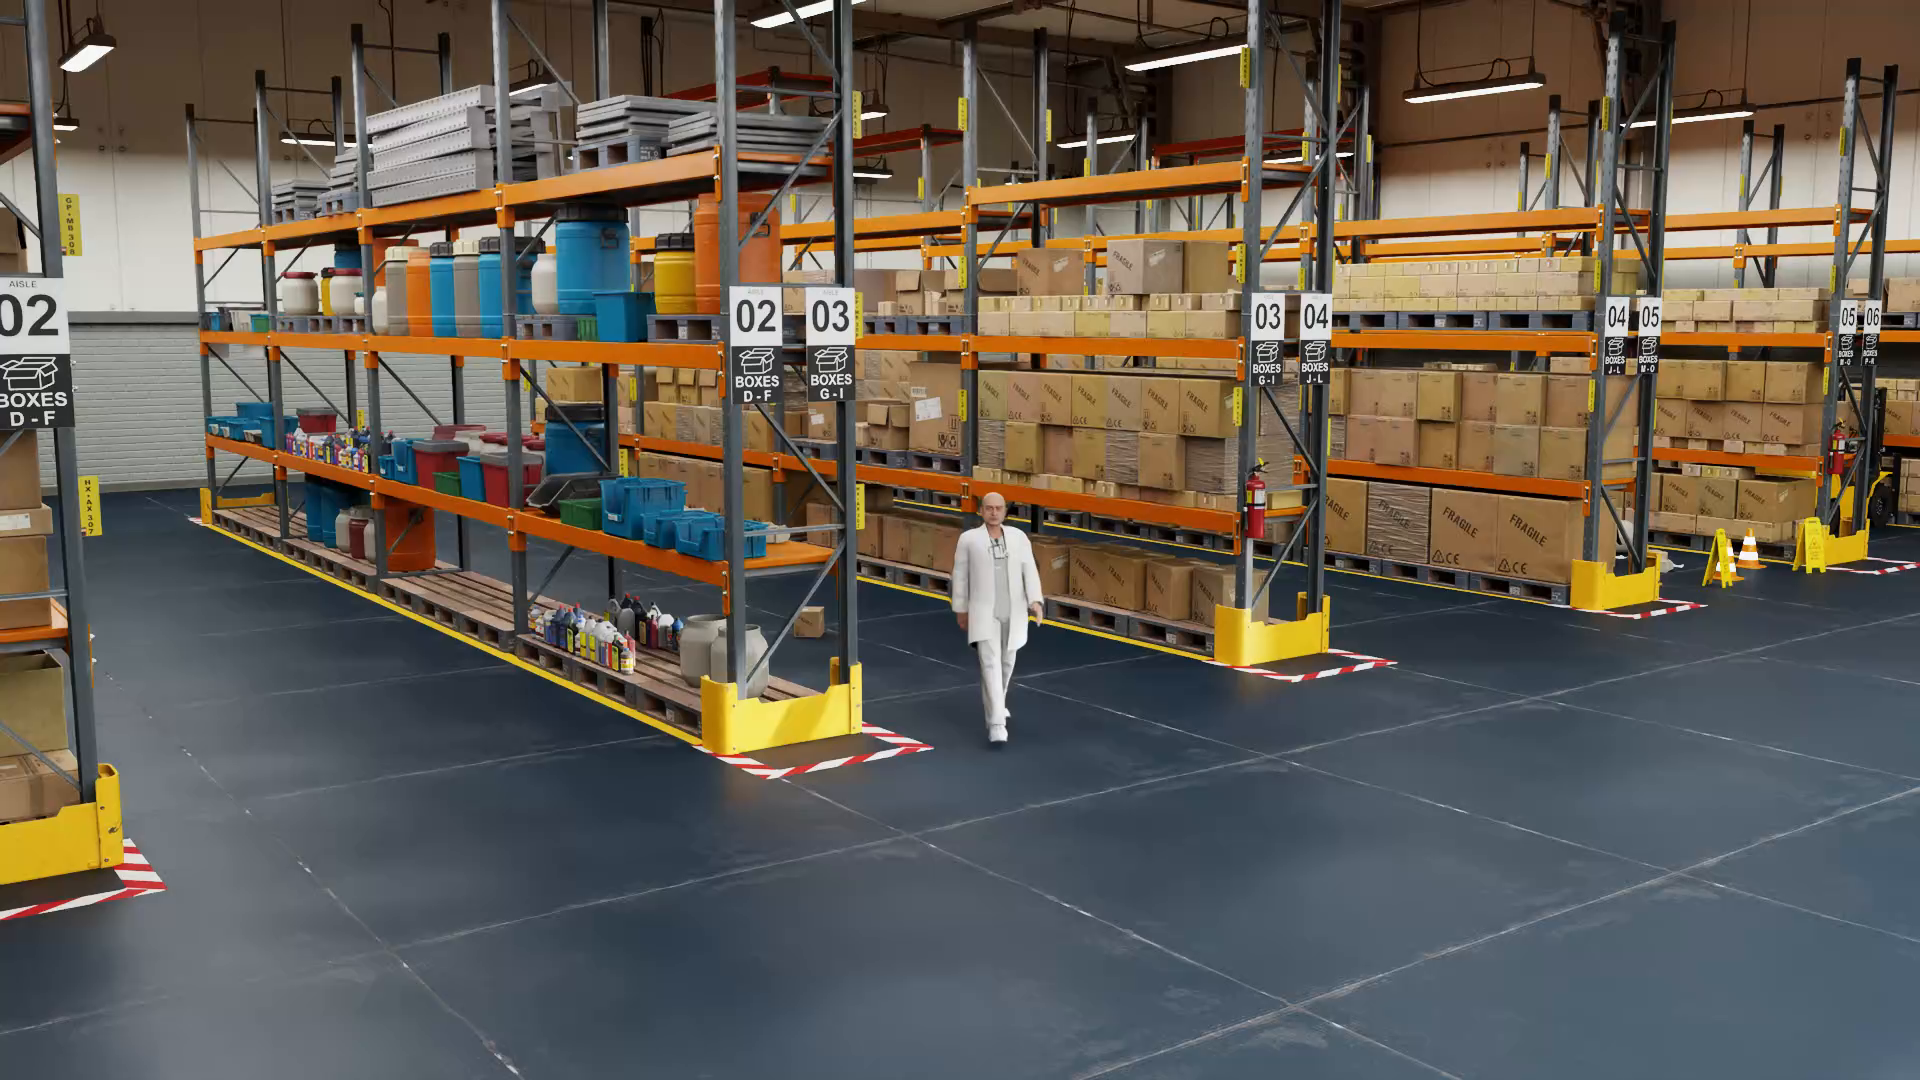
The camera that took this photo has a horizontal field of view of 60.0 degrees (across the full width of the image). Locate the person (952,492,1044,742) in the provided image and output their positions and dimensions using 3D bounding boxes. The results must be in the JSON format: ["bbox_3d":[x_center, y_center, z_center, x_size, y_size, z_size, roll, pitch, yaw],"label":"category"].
[{"bbox_3d":[0.290,0.525,11.920,0.585,1.720,1.087,-2,8,-16],"label":"person"}]
